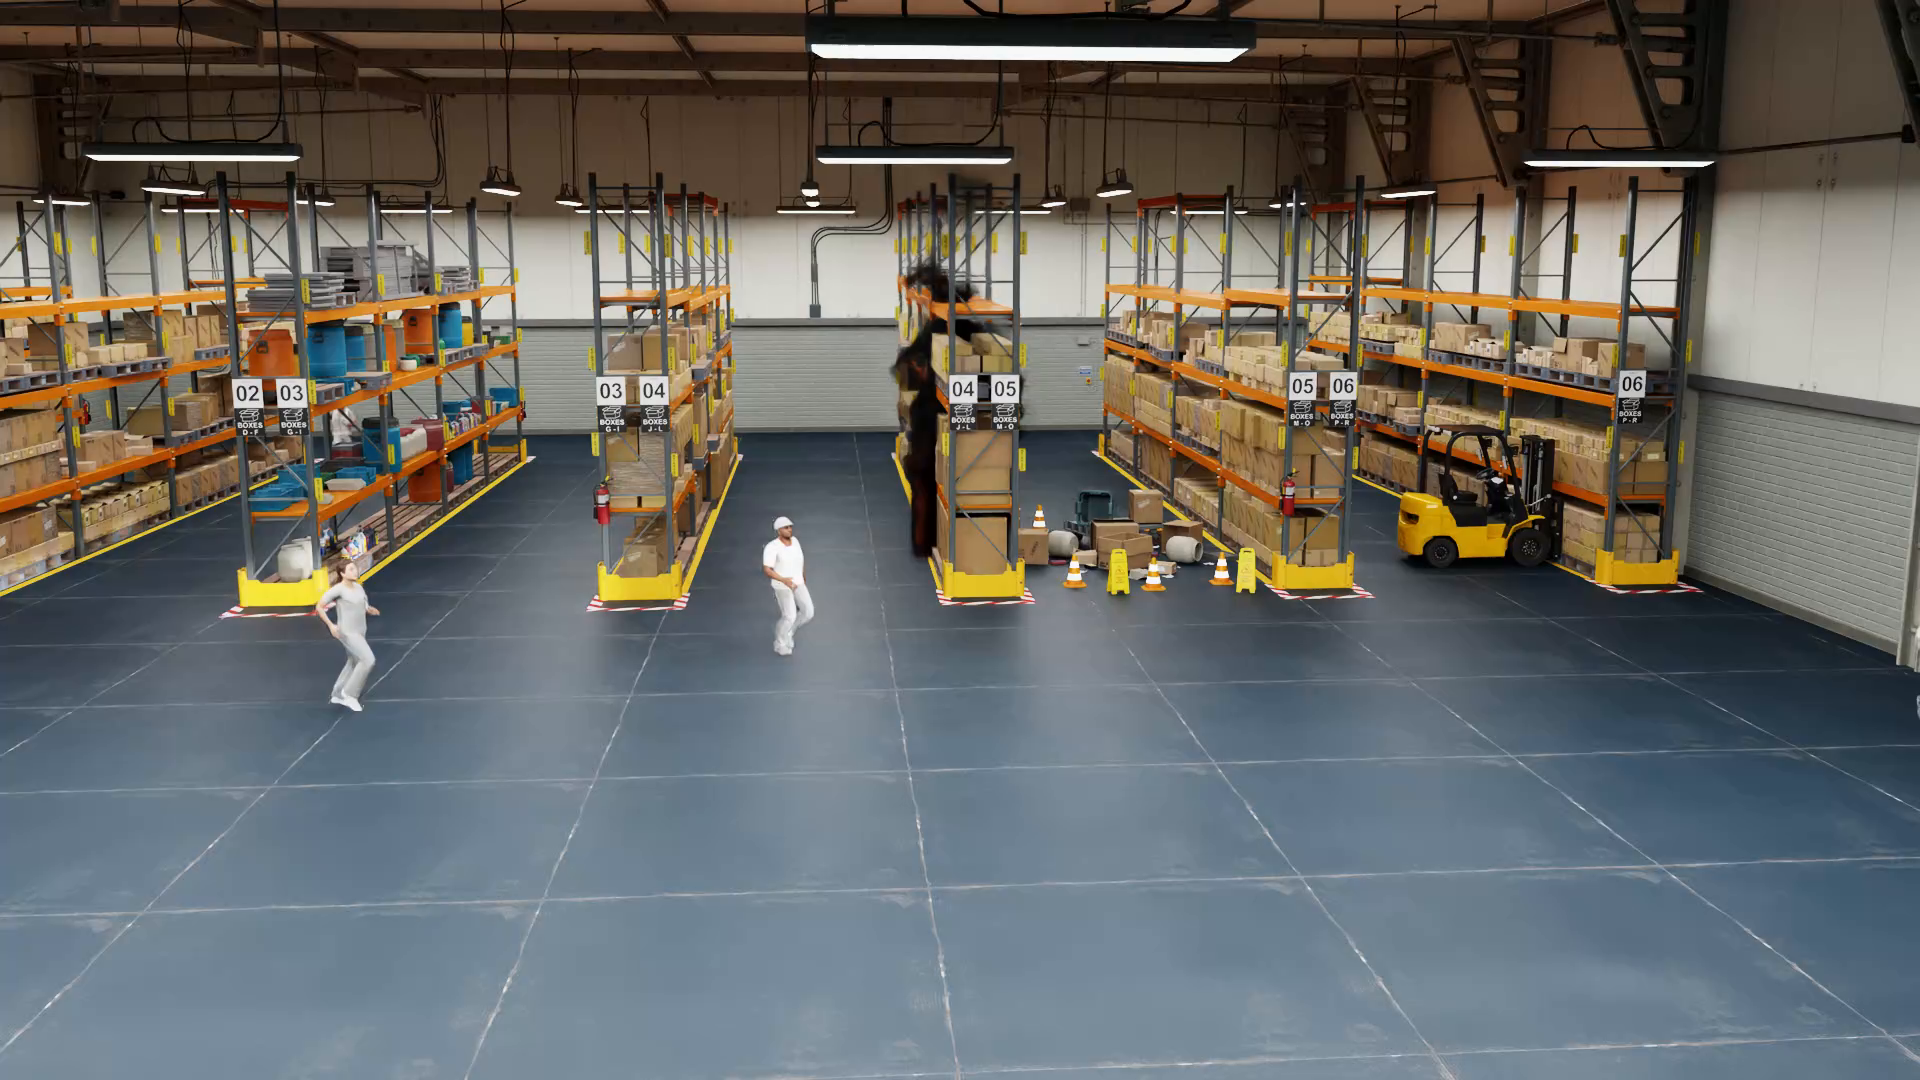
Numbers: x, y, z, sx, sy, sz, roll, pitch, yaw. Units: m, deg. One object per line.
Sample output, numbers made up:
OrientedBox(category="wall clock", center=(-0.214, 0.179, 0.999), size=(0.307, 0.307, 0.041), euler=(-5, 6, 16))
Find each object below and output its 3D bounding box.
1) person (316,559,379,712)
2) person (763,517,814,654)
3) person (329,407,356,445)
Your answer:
OrientedBox(category="person", center=(-6.591, 1.033, 18.041), size=(0.682, 1.669, 0.538), euler=(2, 10, 13))
OrientedBox(category="person", center=(-2.097, 0.562, 20.547), size=(0.549, 1.721, 0.711), euler=(8, 13, 37))
OrientedBox(category="person", center=(-13.437, -2.221, 36.134), size=(0.641, 1.842, 0.768), euler=(-3, 11, -18))
